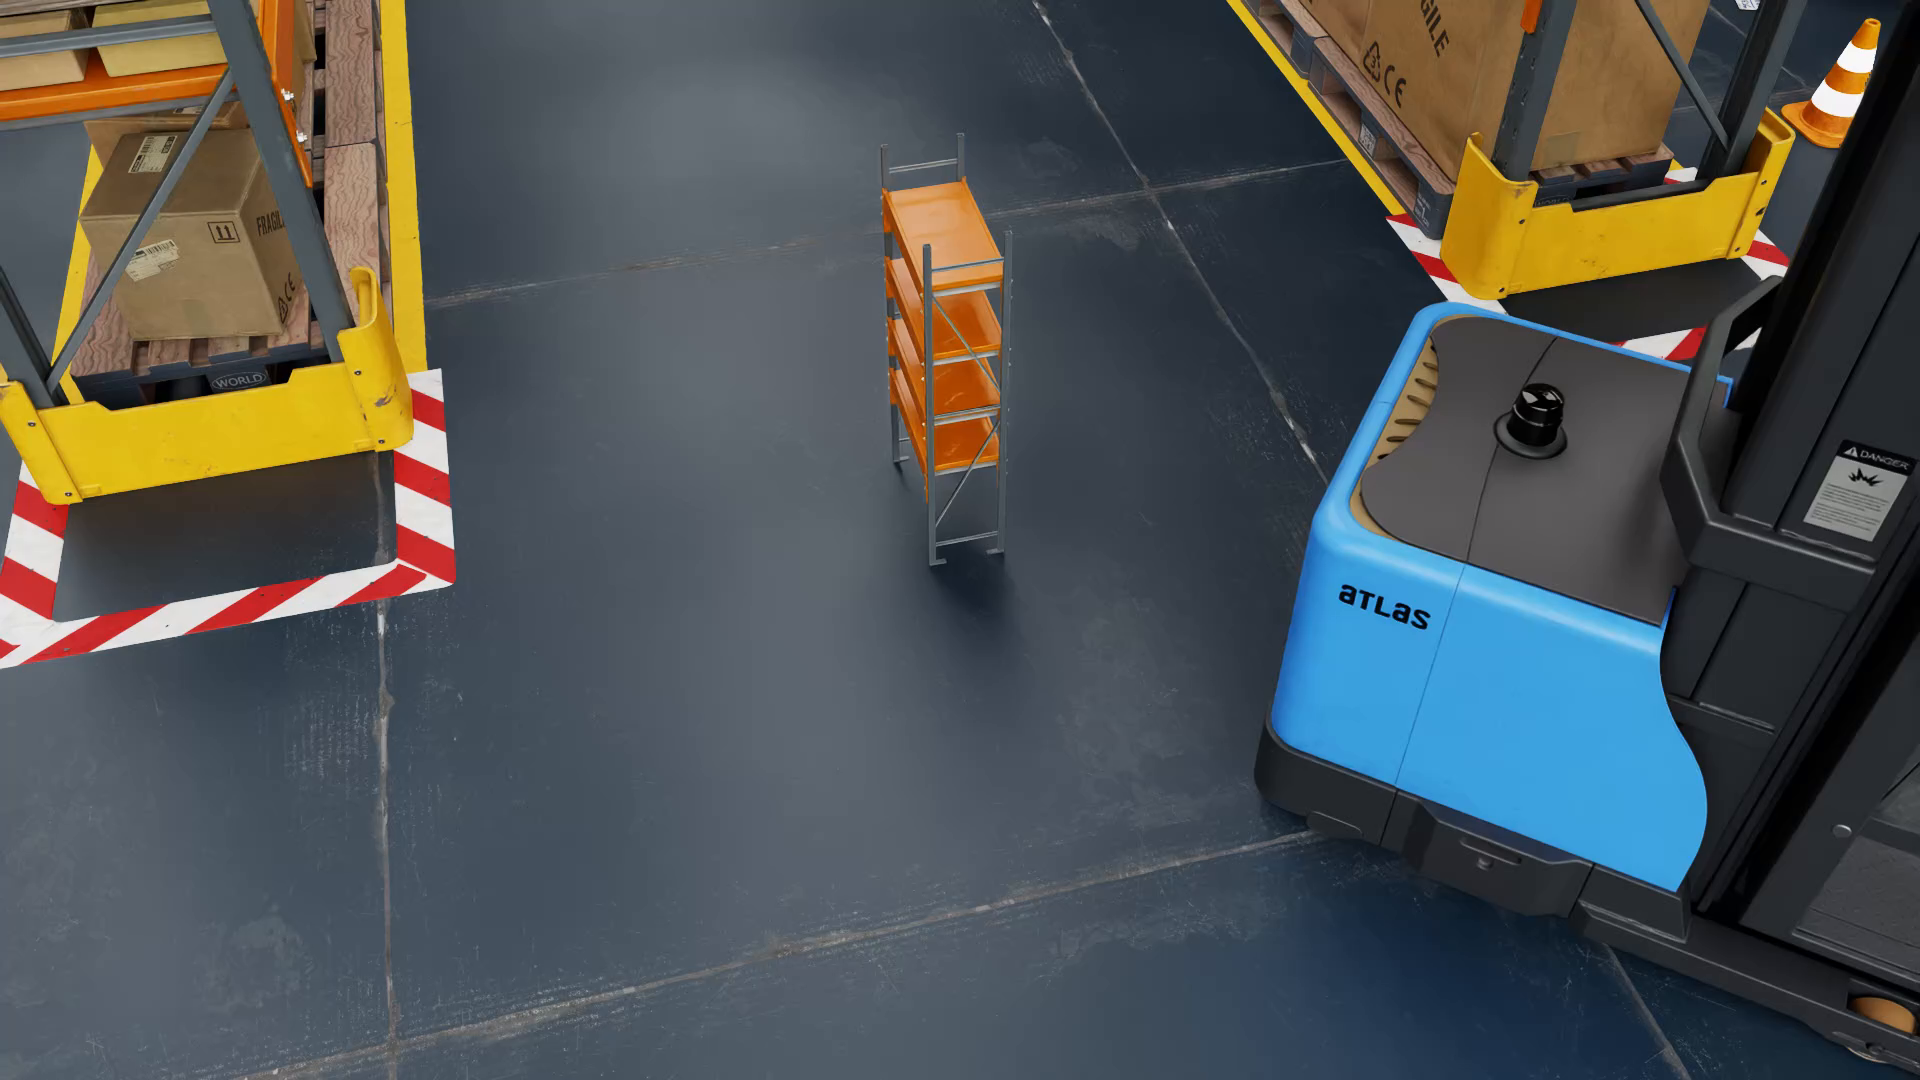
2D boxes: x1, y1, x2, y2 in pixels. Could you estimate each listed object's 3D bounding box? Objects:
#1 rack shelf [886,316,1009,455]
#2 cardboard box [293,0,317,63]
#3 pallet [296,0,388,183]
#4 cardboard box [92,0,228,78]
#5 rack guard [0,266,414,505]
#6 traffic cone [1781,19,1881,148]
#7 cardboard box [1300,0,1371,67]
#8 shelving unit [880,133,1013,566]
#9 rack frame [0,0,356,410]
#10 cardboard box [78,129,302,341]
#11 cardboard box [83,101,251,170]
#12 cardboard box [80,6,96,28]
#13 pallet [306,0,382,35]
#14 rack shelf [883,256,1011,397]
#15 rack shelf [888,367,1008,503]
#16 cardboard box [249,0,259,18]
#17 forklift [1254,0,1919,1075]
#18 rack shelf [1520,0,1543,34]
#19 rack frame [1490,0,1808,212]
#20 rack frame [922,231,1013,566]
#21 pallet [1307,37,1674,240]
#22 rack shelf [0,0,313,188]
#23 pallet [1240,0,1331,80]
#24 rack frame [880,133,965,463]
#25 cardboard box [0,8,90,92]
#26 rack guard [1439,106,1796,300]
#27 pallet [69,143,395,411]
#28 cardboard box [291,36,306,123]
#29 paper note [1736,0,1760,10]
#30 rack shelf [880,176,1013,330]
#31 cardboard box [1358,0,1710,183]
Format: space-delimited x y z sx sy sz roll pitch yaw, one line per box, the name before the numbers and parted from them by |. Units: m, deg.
rack shelf | -0.042 -0.487 4.982 0.258 0.148 0.480 -11 47 -10
cardboard box | -2.987 -2.268 6.828 0.500 0.500 0.500 -15 47 -14
pallet | -2.917 -1.810 6.876 1.003 0.211 1.213 -11 47 -10
cardboard box | -2.258 -1.478 4.774 0.380 0.149 0.250 -11 47 -10
rack guard | -2.435 -0.503 5.393 1.175 0.500 0.348 -11 47 -10
traffic cone | 3.642 -1.901 6.789 0.336 0.463 0.334 -11 47 -10
cardboard box | 1.941 -2.629 6.920 0.875 0.875 0.875 -11 47 -11
shelving unit | -0.042 -0.534 4.933 0.258 1.200 0.503 -11 47 -10
rack frame | -2.415 -1.326 4.449 1.000 3.000 0.127 -11 47 -10
cardboard box | -2.559 -1.032 5.617 0.500 0.500 0.500 -3 46 -3
cardboard box | -2.745 -1.438 6.016 0.500 0.500 0.500 0 46 0
cardboard box | -2.751 -1.570 4.864 0.380 0.149 0.250 -11 47 -10
pallet | -3.233 -2.654 7.703 1.003 0.211 1.213 -11 47 -10
rack shelf | -0.042 -0.644 4.822 0.258 0.148 0.480 -11 47 -10
rack shelf | -0.042 -0.348 5.123 0.258 0.148 0.480 -11 47 -10
cardboard box | -2.303 -1.654 4.947 0.380 0.149 0.250 -11 47 -10
forklift | 2.350 -0.143 3.338 3.031 2.935 1.130 20 49 18
rack shelf | 1.893 -3.292 6.880 1.077 0.370 4.000 -11 47 -10
rack frame | 2.405 -2.163 5.269 1.000 3.000 0.127 -11 47 -10
rack frame | 0.020 -0.366 4.768 0.240 1.200 0.015 -11 47 -10
pallet | 2.125 -1.724 6.792 1.003 0.211 1.213 -11 47 -10
rack shelf | -2.927 -2.455 6.059 1.077 0.370 4.000 -11 47 -10
pallet | 1.816 -2.565 7.616 1.003 0.211 1.213 -11 47 -10
rack frame | -0.105 -0.703 5.099 0.240 1.200 0.015 -11 47 -10
cardboard box | -2.688 -1.397 4.695 0.380 0.149 0.250 -11 47 -10
rack guard | 2.411 -1.271 6.146 1.175 0.500 0.348 -11 47 -10
pallet | -2.609 -0.970 6.052 1.003 0.211 1.213 -11 47 -10
cardboard box | -2.887 -1.874 6.443 0.500 0.500 0.500 -7 46 -7
paper note | 3.656 -2.487 7.667 0.144 0.017 0.142 4 46 4
rack shelf | -0.042 -0.809 4.653 0.258 0.148 0.480 -11 47 -10
cardboard box | 2.168 -2.022 6.325 0.875 0.875 0.875 -10 47 -10
